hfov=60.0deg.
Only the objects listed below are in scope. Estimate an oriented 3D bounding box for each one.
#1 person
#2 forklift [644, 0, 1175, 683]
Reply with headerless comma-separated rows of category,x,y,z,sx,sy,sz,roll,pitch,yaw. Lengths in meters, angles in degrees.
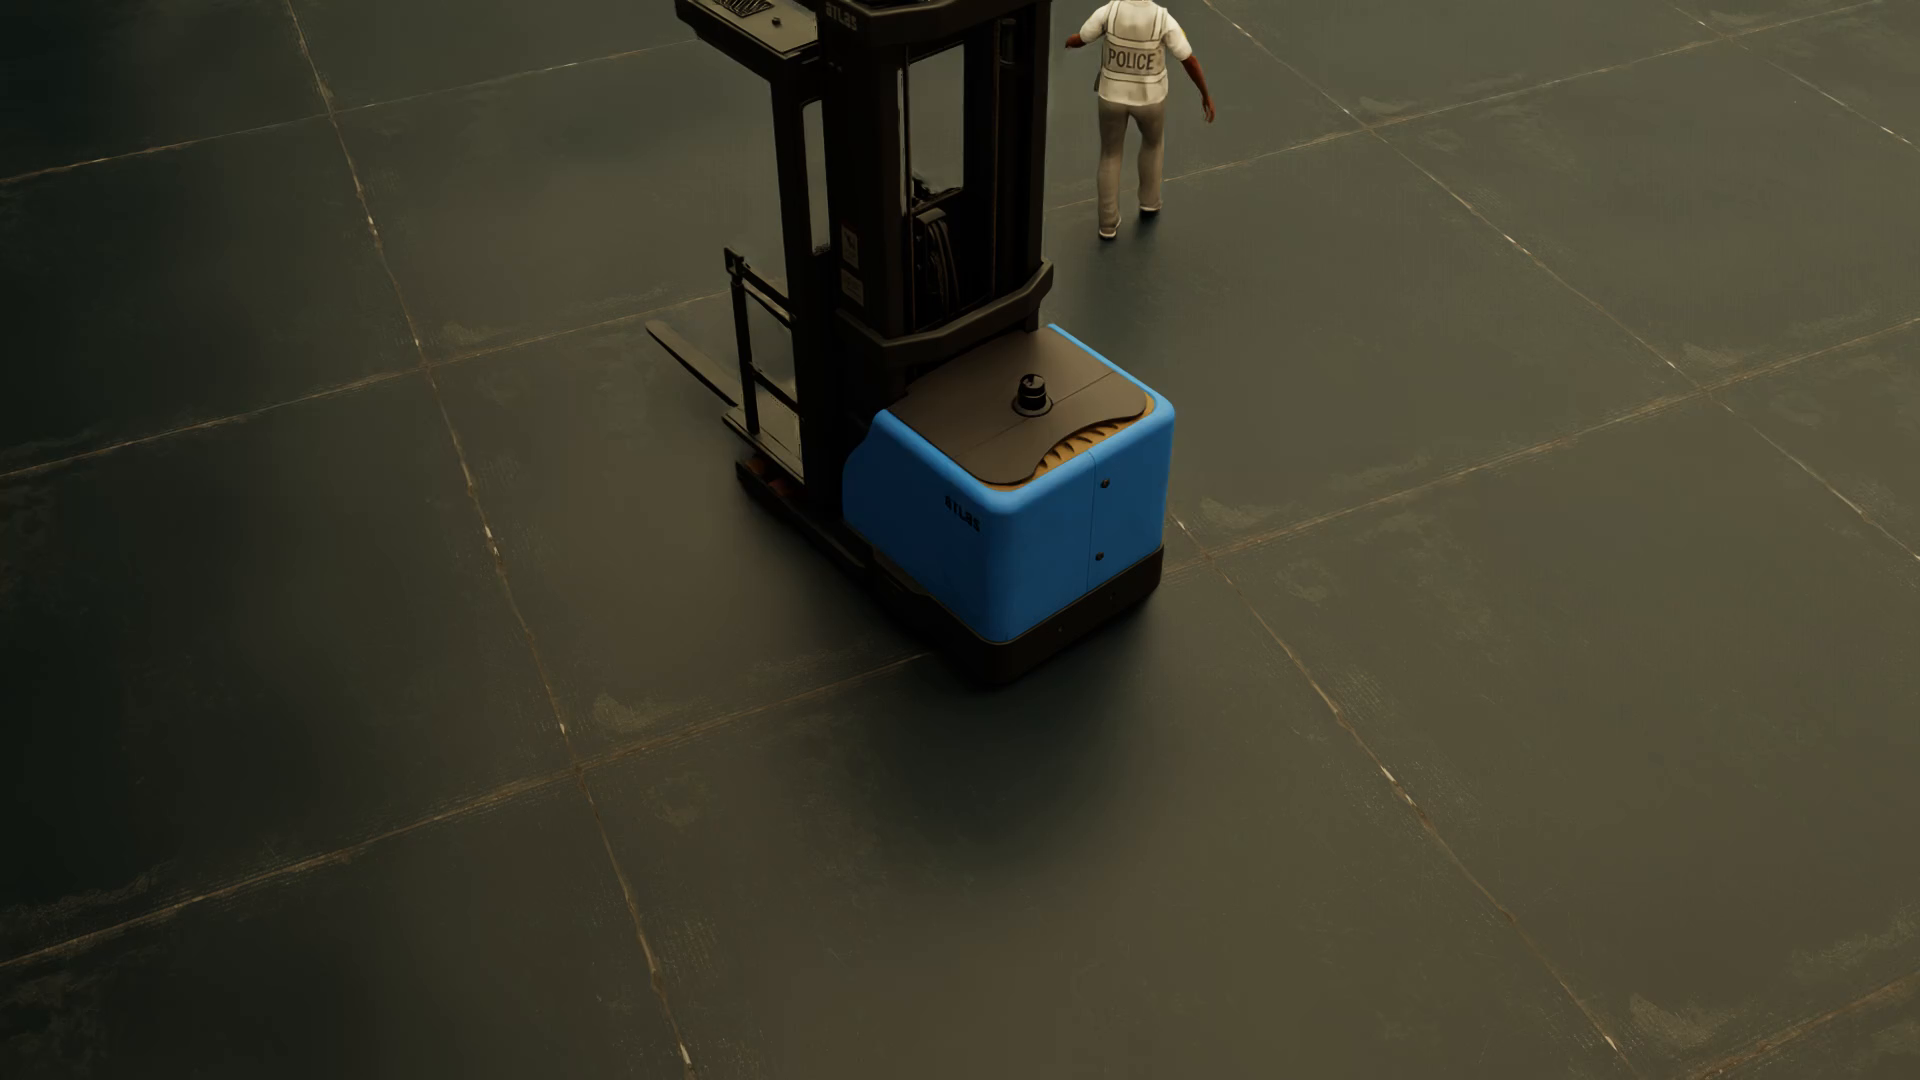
person,0.996,-2.500,9.351,0.906,1.688,0.578,10,44,10
forklift,-0.426,-1.400,7.180,1.130,2.935,3.031,-30,51,-28
